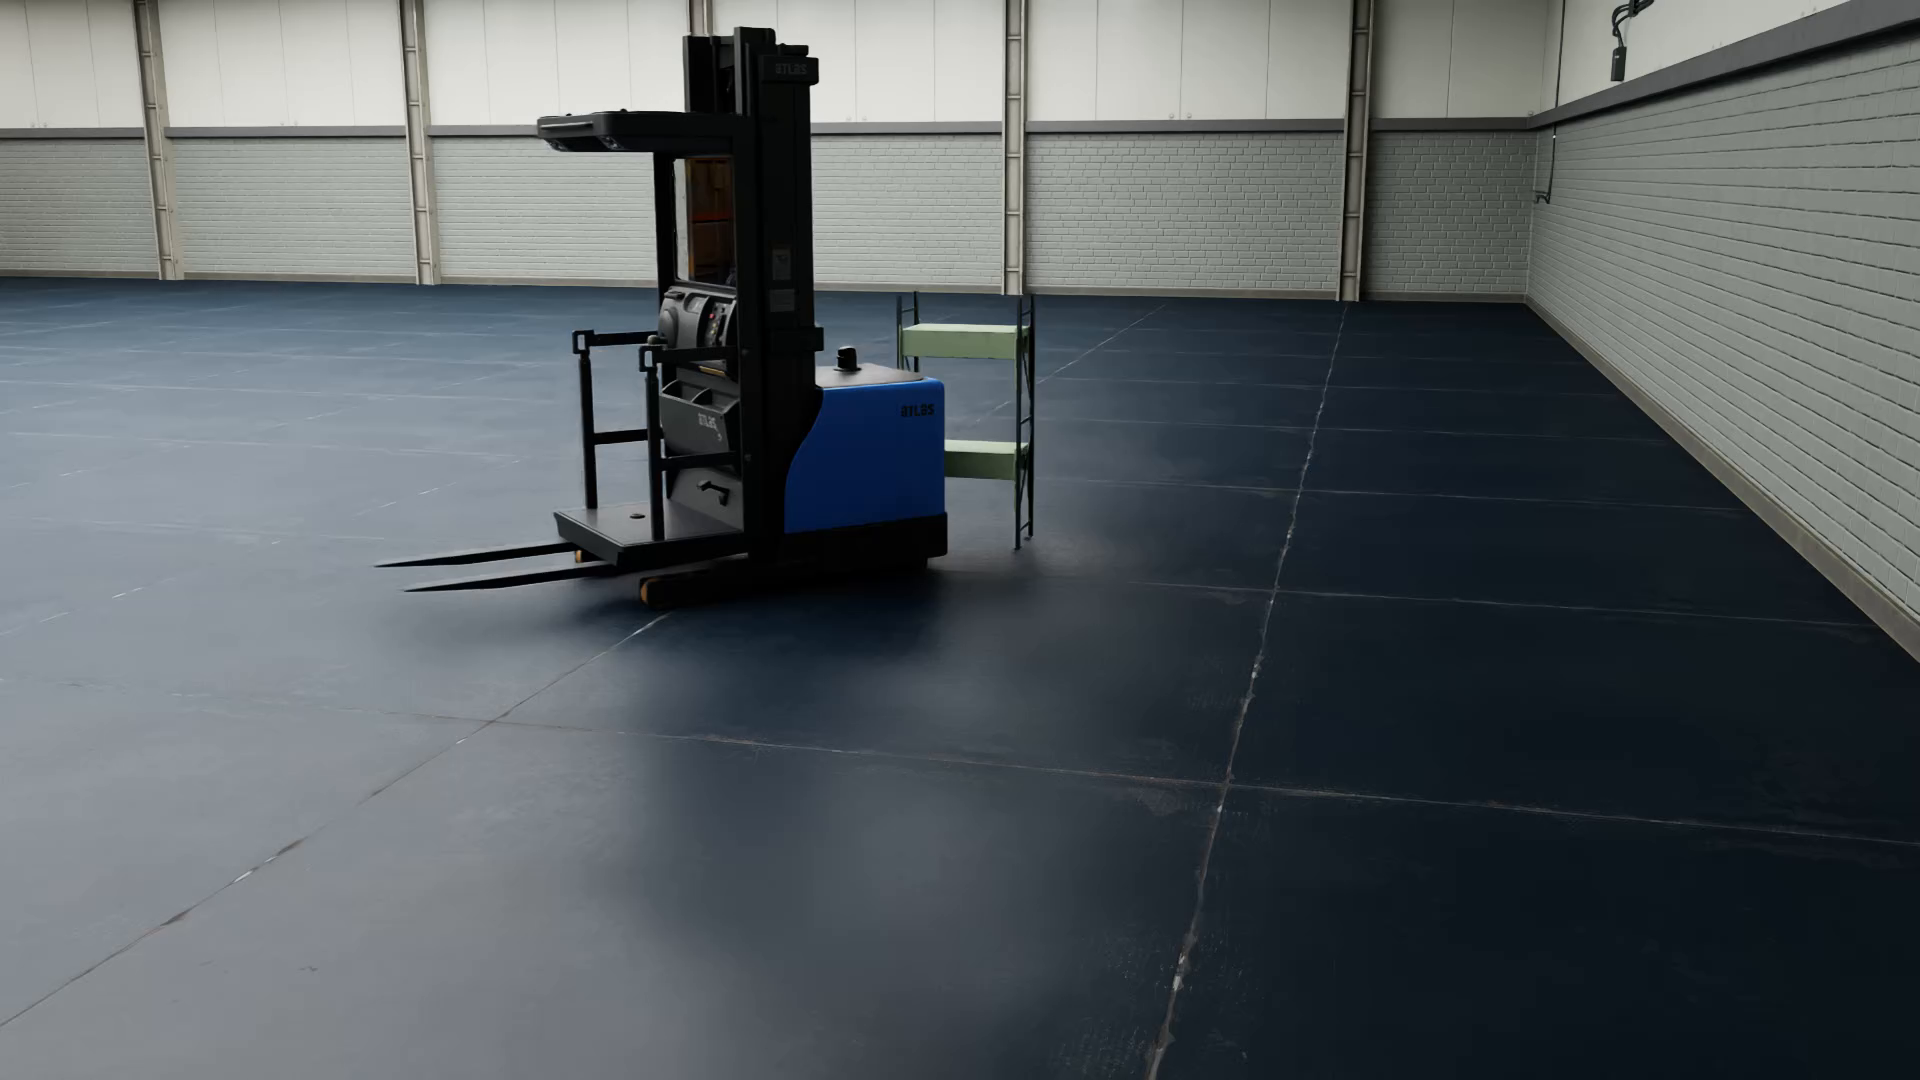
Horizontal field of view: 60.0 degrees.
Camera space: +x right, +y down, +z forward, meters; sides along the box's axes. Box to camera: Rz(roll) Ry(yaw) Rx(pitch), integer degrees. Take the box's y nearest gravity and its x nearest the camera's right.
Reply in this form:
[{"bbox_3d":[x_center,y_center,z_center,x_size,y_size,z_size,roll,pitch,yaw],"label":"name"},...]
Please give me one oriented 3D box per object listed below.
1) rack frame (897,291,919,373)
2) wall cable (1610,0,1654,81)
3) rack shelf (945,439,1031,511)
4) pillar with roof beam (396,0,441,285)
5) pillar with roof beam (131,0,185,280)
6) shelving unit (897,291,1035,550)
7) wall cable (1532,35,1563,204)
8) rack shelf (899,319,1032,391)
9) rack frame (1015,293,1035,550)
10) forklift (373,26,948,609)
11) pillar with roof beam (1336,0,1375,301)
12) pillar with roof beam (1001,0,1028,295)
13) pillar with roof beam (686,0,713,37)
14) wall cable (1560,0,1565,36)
[{"bbox_3d":[-0.314,-0.755,10.176,0.023,1.500,0.400,3,13,14],"label":"rack frame"},{"bbox_3d":[7.063,-7.836,16.925,0.169,6.003,2.305,3,13,14],"label":"wall cable"},{"bbox_3d":[0.040,-0.417,10.155,0.720,0.370,0.431,3,13,14],"label":"rack shelf"},{"bbox_3d":[-11.698,-8.631,28.360,0.400,9.000,9.100,3,13,14],"label":"pillar with roof beam"},{"bbox_3d":[-17.523,-8.942,29.763,0.400,9.000,9.100,3,13,14],"label":"pillar with roof beam"},{"bbox_3d":[0.040,-0.735,10.084,0.755,1.500,0.431,3,13,14],"label":"shelving unit"},{"bbox_3d":[9.353,-6.655,26.624,0.112,2.526,3.097,3,13,14],"label":"wall cable"},{"bbox_3d":[0.040,-1.116,10.000,0.720,0.370,0.431,3,13,14],"label":"rack shelf"},{"bbox_3d":[0.393,-0.715,9.993,0.023,1.500,0.400,3,13,14],"label":"rack frame"},{"bbox_3d":[-1.594,-1.201,8.882,3.031,2.935,1.130,-8,15,-31],"label":"forklift"},{"bbox_3d":[5.778,-7.697,24.149,0.400,9.000,9.100,3,13,14],"label":"pillar with roof beam"},{"bbox_3d":[-0.047,-8.008,25.553,0.400,9.000,9.100,3,13,14],"label":"pillar with roof beam"},{"bbox_3d":[-5.873,-8.320,26.956,0.400,9.000,9.100,3,13,14],"label":"pillar with roof beam"},{"bbox_3d":[8.704,-8.552,23.513,0.112,2.526,3.097,3,13,14],"label":"wall cable"}]
